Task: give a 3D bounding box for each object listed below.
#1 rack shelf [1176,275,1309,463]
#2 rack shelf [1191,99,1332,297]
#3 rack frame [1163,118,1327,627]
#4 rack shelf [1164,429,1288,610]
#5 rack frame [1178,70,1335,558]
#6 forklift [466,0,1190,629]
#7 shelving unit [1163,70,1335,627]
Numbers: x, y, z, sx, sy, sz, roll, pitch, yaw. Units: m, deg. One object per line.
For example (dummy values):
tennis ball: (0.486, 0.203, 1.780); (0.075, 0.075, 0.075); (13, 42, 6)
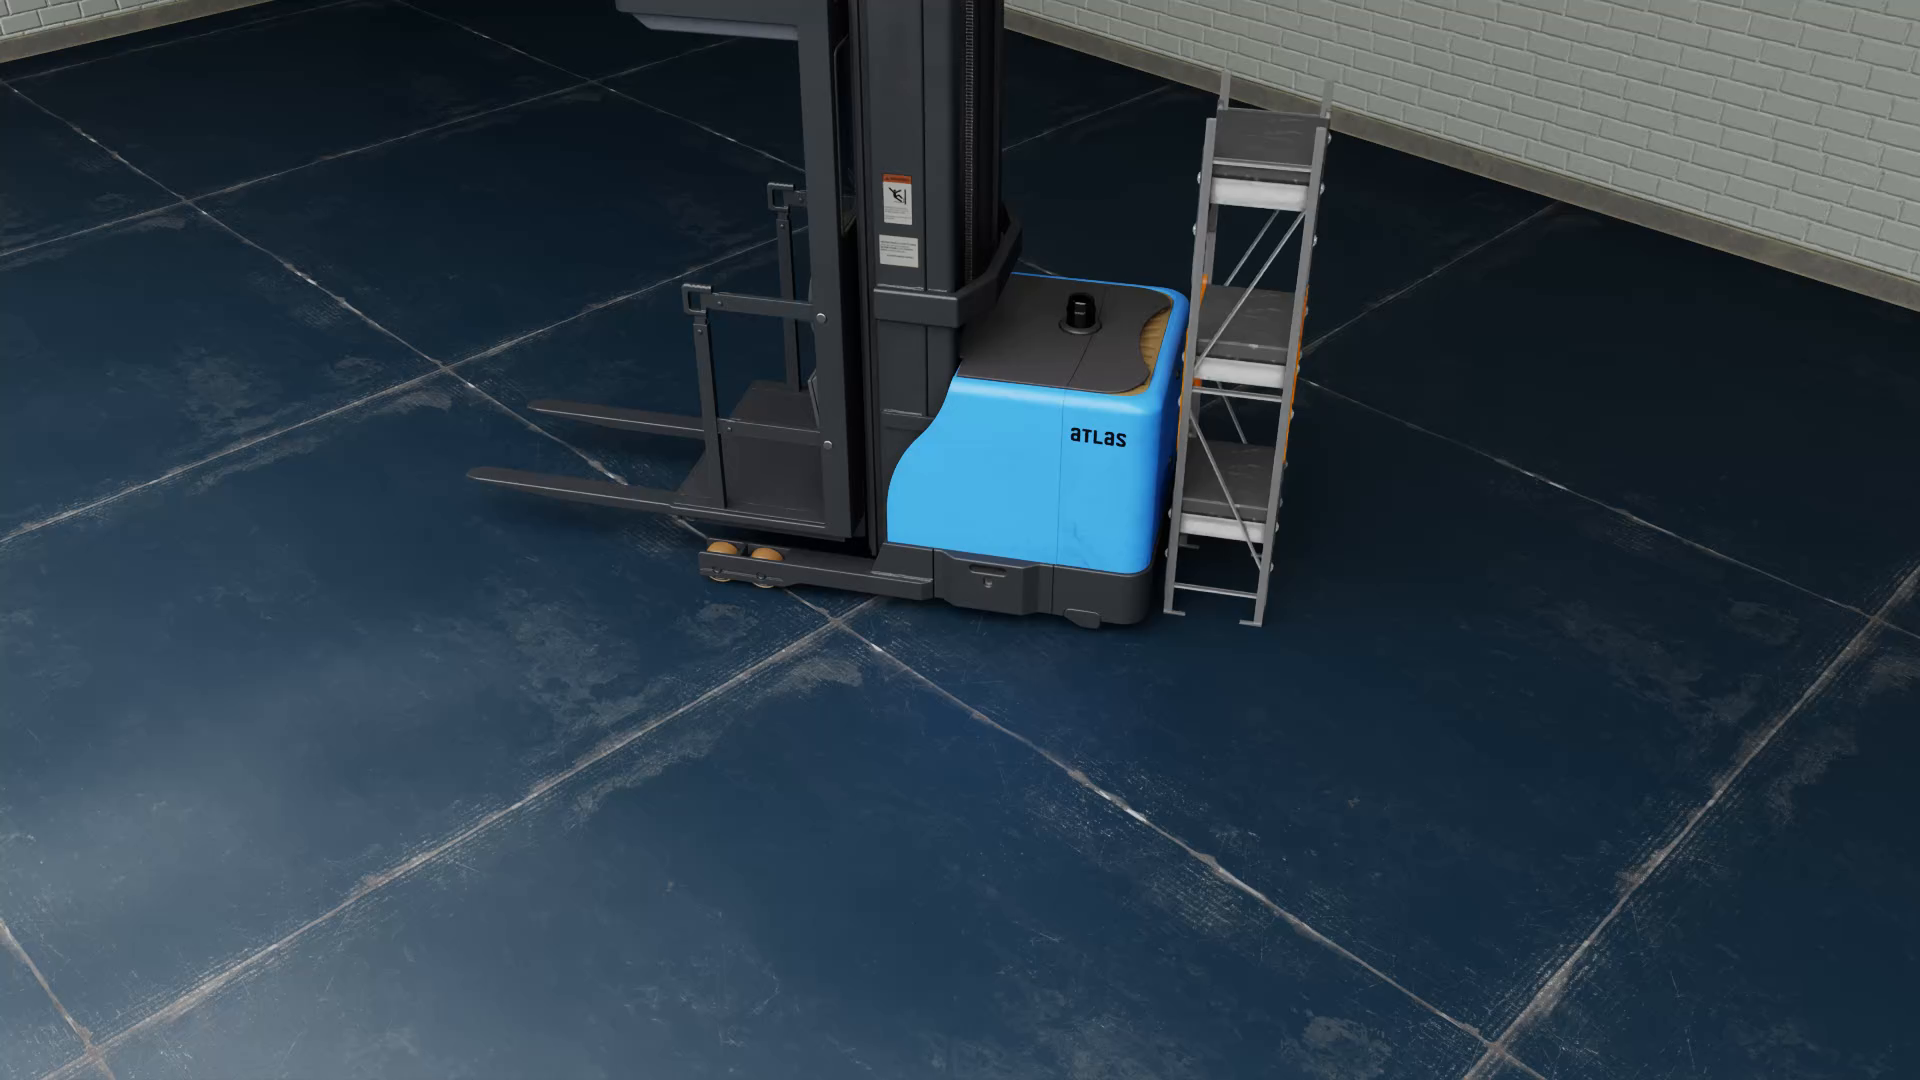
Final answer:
rack shelf: (1.086, -0.663, 6.389); (0.431, 0.518, 0.480); (8, 36, 11)
rack shelf: (1.086, -1.237, 5.988); (0.431, 0.518, 0.480); (8, 36, 11)
rack frame: (1.030, -0.538, 6.186); (0.400, 2.100, 0.015); (8, 36, 11)
rack shelf: (1.086, -0.089, 6.789); (0.431, 0.518, 0.480); (8, 36, 11)
rack frame: (1.143, -0.810, 6.576); (0.400, 2.100, 0.015); (8, 36, 11)
forklift: (-0.613, -1.286, 6.532); (3.031, 2.935, 1.130); (8, 36, 11)
shelving unit: (1.086, -0.674, 6.381); (0.431, 2.100, 0.503); (8, 36, 11)
